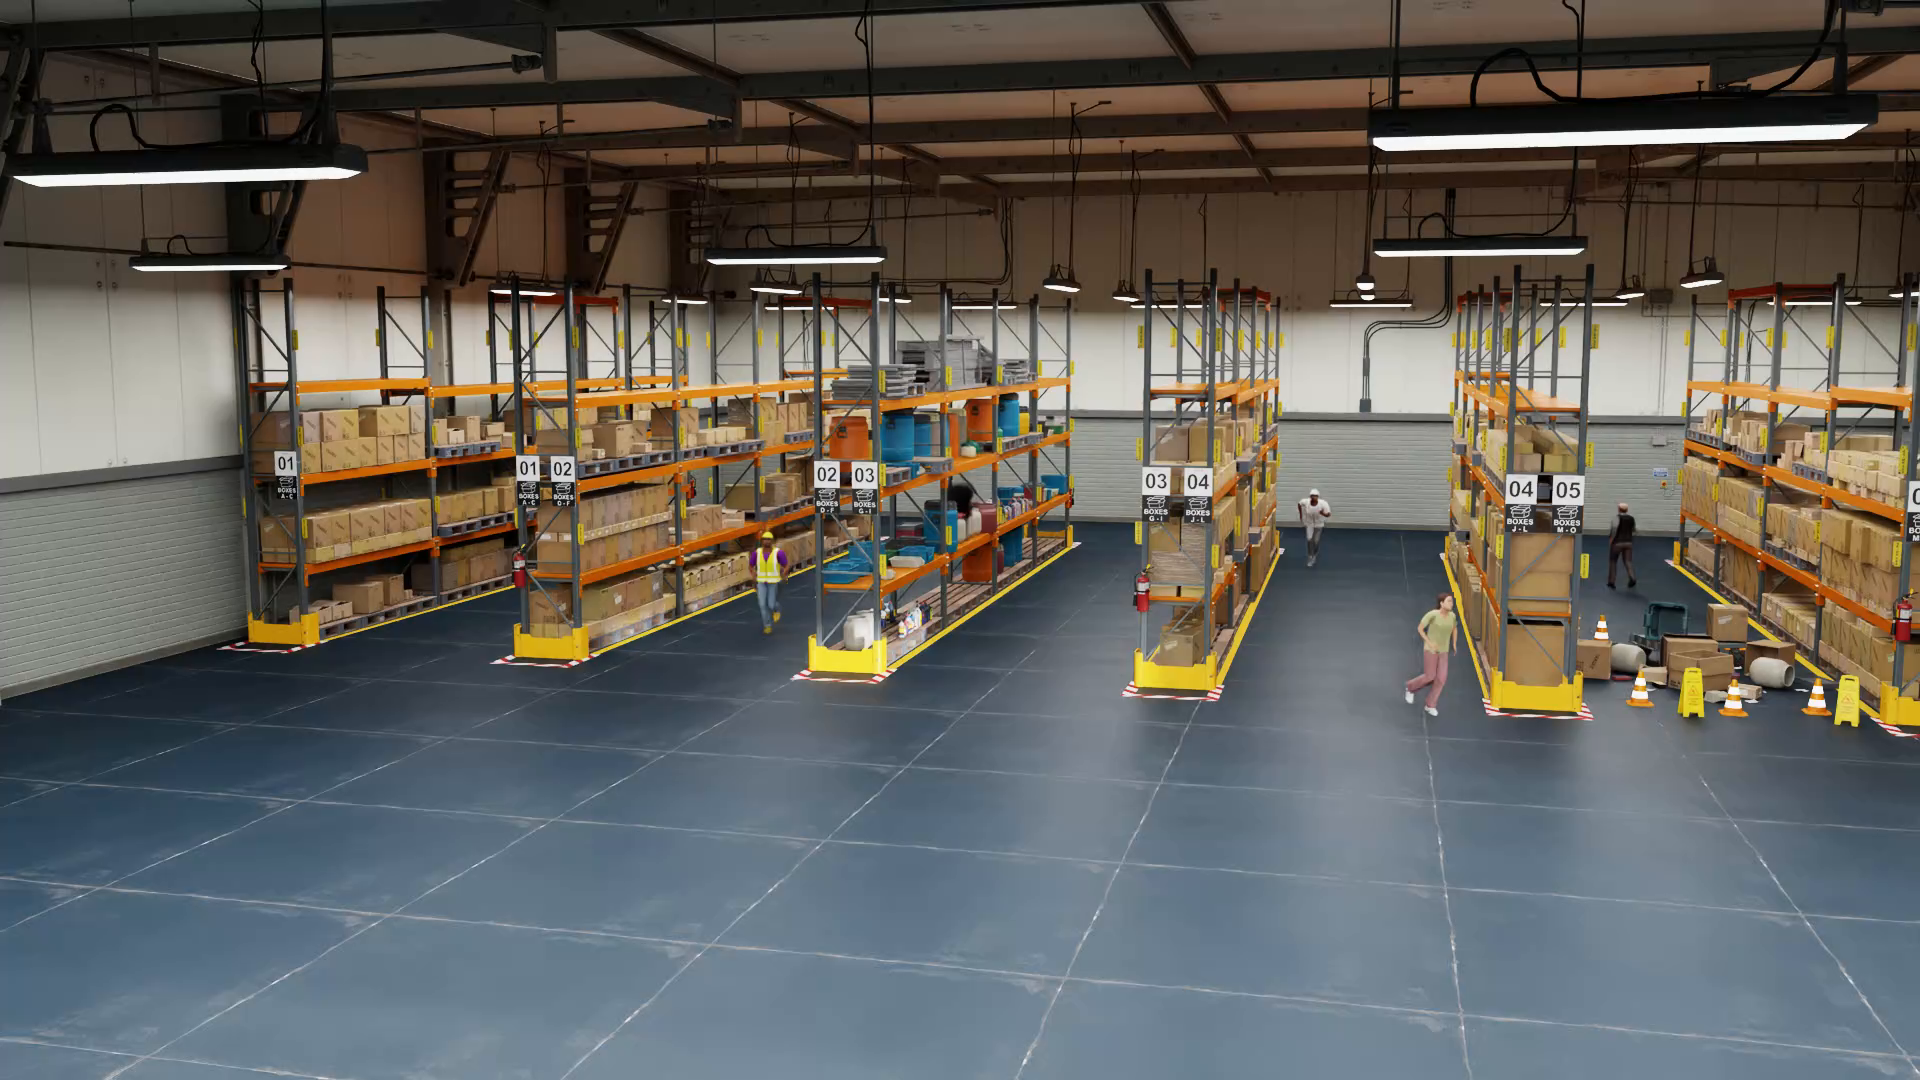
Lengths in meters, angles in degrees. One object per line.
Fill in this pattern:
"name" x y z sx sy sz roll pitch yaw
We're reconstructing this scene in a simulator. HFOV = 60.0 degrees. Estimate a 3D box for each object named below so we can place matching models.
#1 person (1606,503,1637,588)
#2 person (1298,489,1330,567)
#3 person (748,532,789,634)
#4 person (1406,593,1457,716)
"person" 13.305 0.118 33.411 0.644 1.732 0.948 -1 7 -5
"person" 7.874 -0.282 37.003 0.687 1.746 0.939 1 7 8
"person" -3.274 0.713 28.369 0.702 1.724 0.598 1 7 4
"person" 6.477 1.510 22.594 0.625 1.640 0.683 -3 7 -20
